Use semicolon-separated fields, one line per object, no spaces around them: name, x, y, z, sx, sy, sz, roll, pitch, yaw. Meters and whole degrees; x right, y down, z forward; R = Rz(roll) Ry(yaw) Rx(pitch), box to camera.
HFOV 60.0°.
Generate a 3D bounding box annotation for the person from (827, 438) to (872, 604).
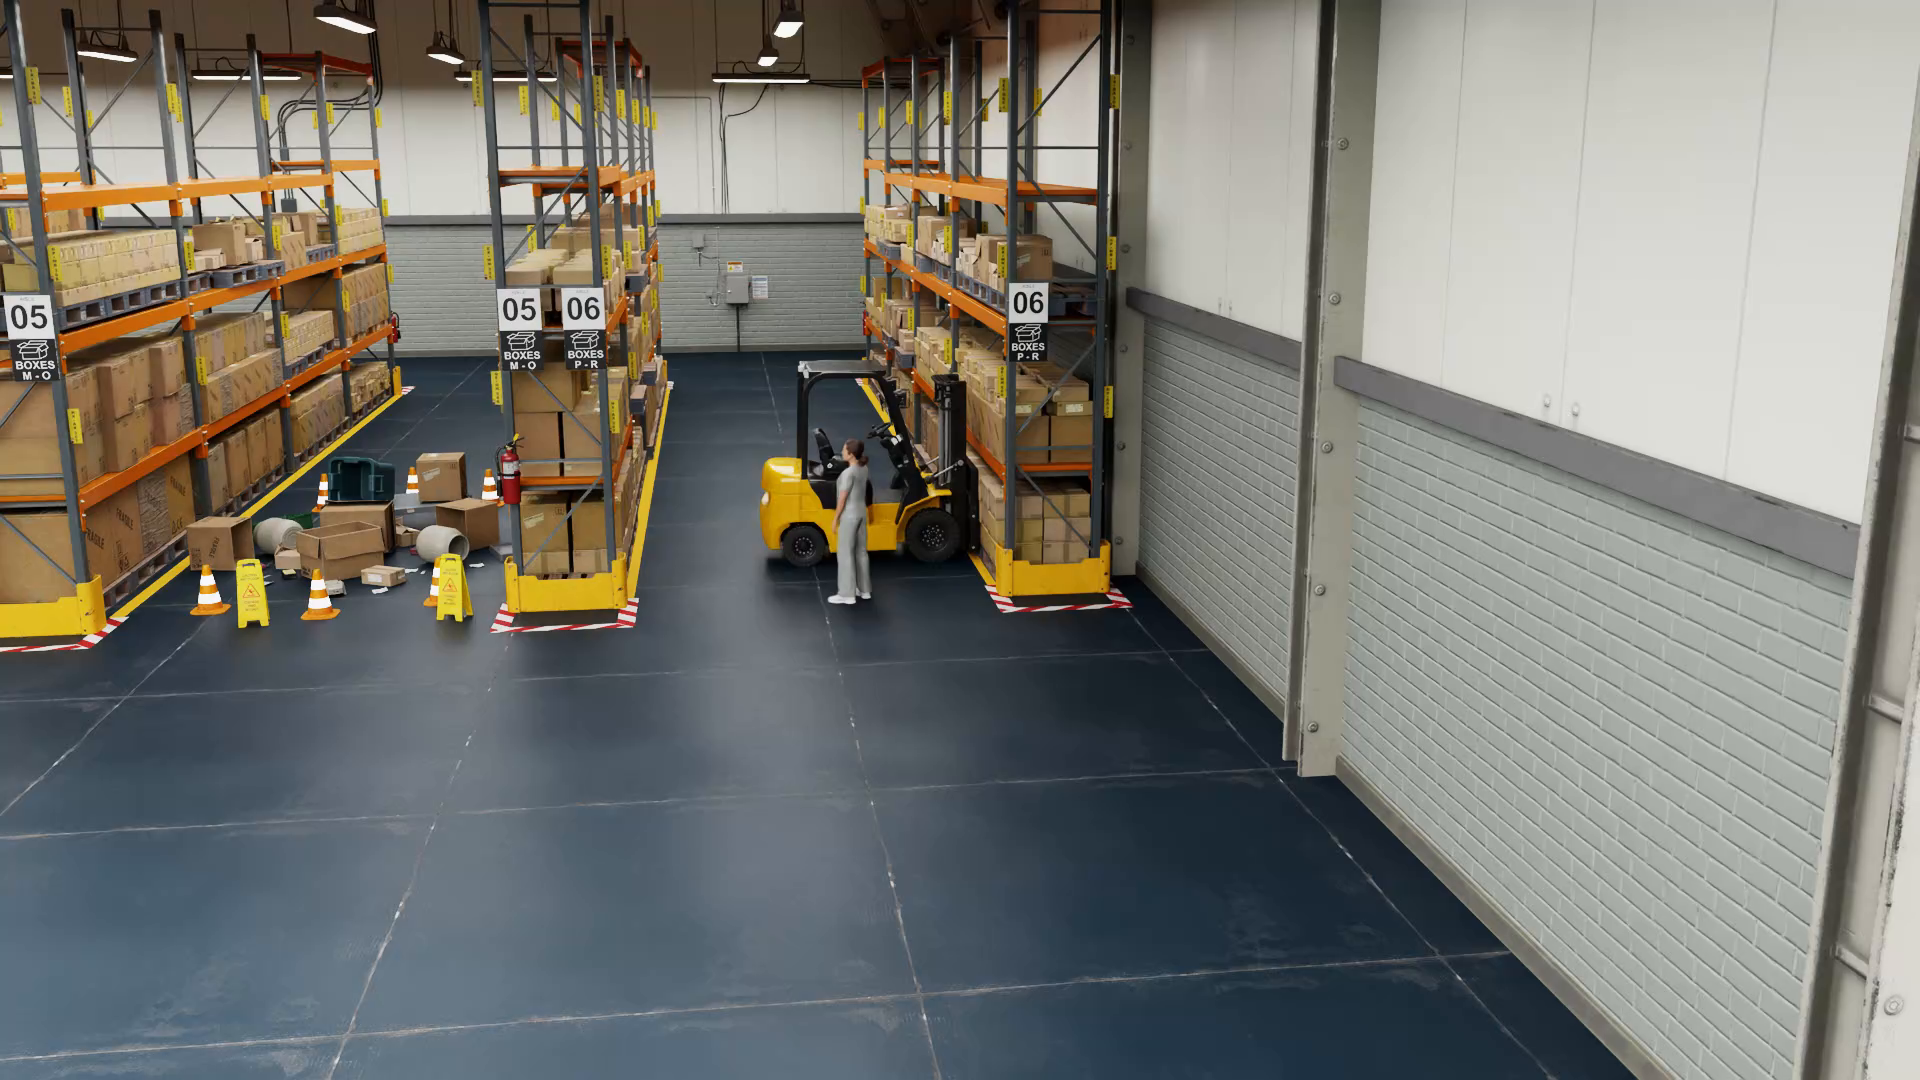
person;-1.090;-0.204;16.771;0.396;1.681;0.540;6;15;26
